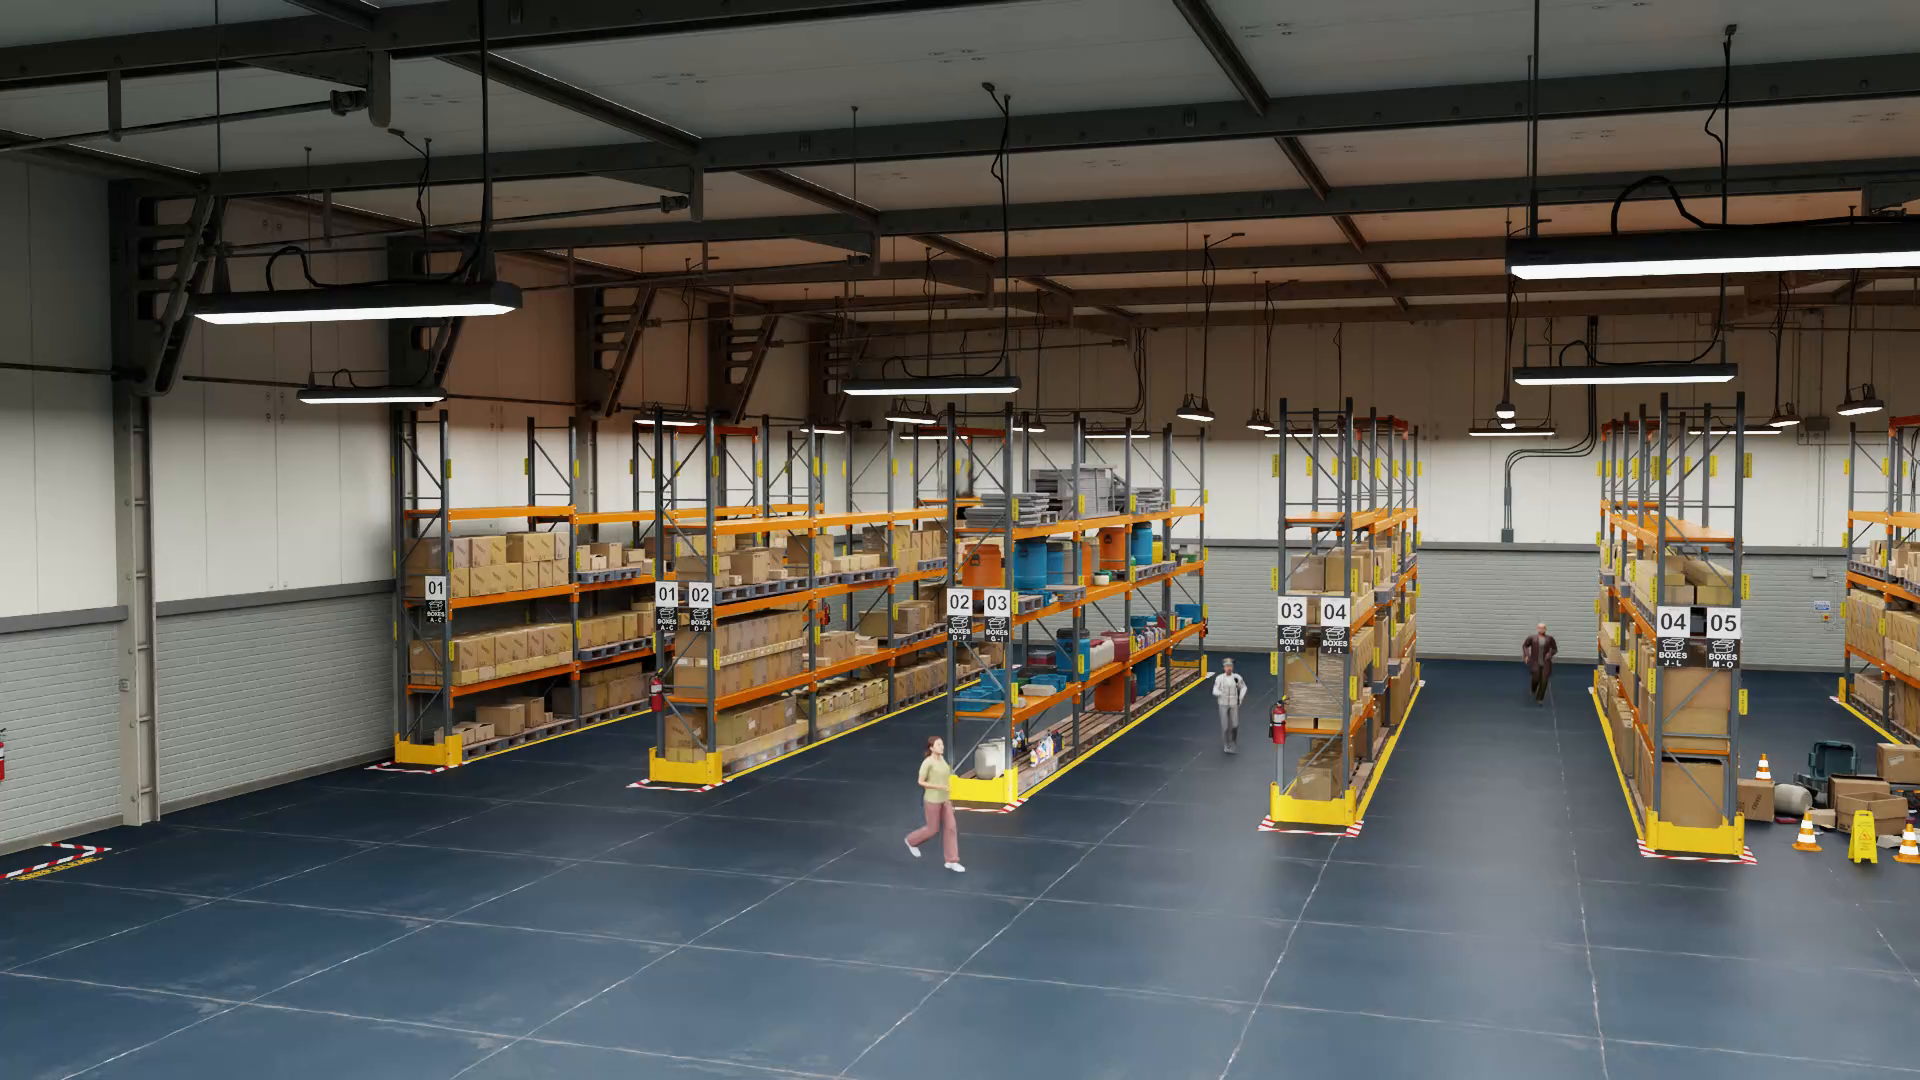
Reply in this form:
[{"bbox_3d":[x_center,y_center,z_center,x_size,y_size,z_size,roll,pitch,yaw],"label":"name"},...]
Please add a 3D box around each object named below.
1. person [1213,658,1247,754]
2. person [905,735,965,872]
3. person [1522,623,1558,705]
[{"bbox_3d":[4.724,2.913,29.116,0.596,1.690,0.614,0,2,8],"label":"person"},{"bbox_3d":[-0.305,3.268,20.781,0.935,1.663,0.578,2,3,40],"label":"person"},{"bbox_3d":[12.278,2.628,35.170,0.701,1.740,0.627,1,3,13],"label":"person"}]
